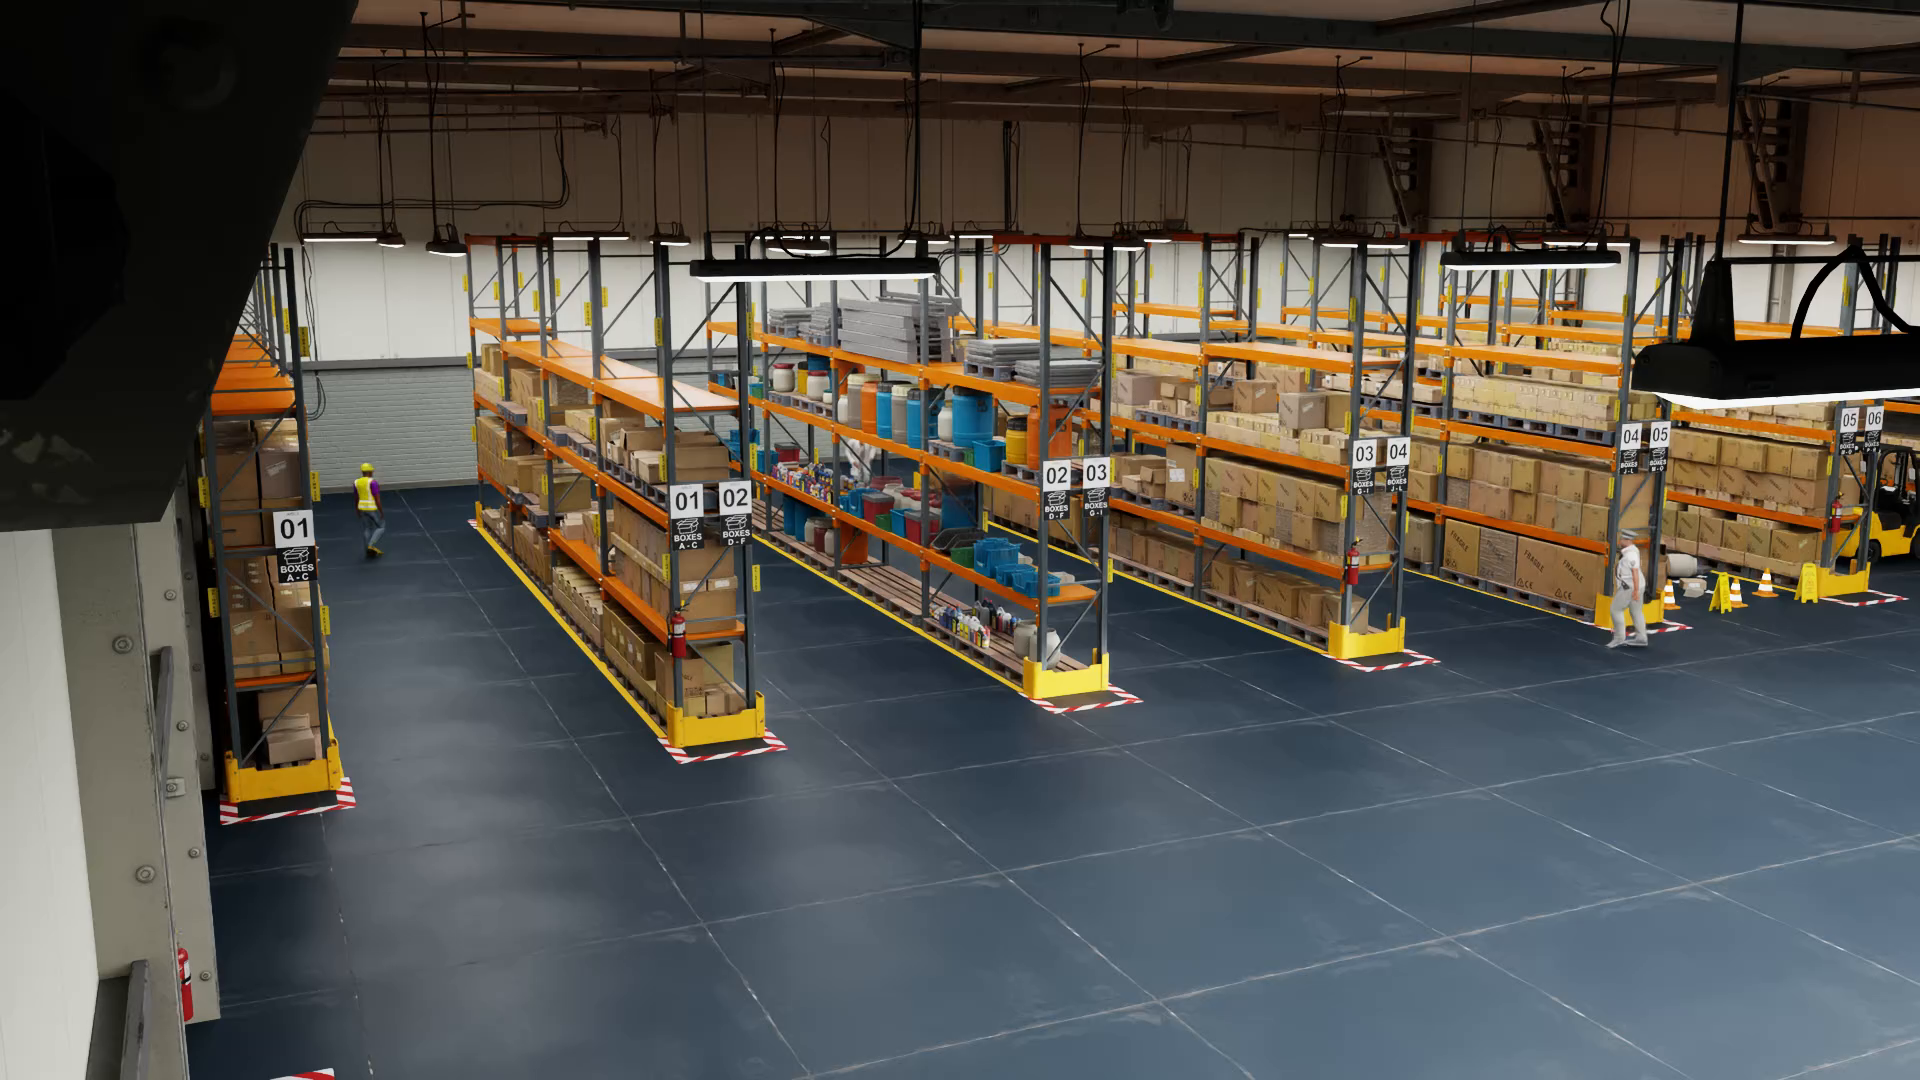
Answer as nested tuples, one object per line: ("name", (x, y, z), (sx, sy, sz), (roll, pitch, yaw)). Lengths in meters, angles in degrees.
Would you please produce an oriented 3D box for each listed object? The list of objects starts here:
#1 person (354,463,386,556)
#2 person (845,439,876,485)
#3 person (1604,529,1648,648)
("person", (-11.177, -0.564, 31.417), (0.609, 1.769, 0.489), (5, 12, 22))
("person", (-2.252, -1.716, 37.611), (0.739, 1.680, 0.678), (-3, 11, -16))
("person", (10.037, 0.744, 24.820), (0.564, 1.807, 0.551), (8, 14, 37))
